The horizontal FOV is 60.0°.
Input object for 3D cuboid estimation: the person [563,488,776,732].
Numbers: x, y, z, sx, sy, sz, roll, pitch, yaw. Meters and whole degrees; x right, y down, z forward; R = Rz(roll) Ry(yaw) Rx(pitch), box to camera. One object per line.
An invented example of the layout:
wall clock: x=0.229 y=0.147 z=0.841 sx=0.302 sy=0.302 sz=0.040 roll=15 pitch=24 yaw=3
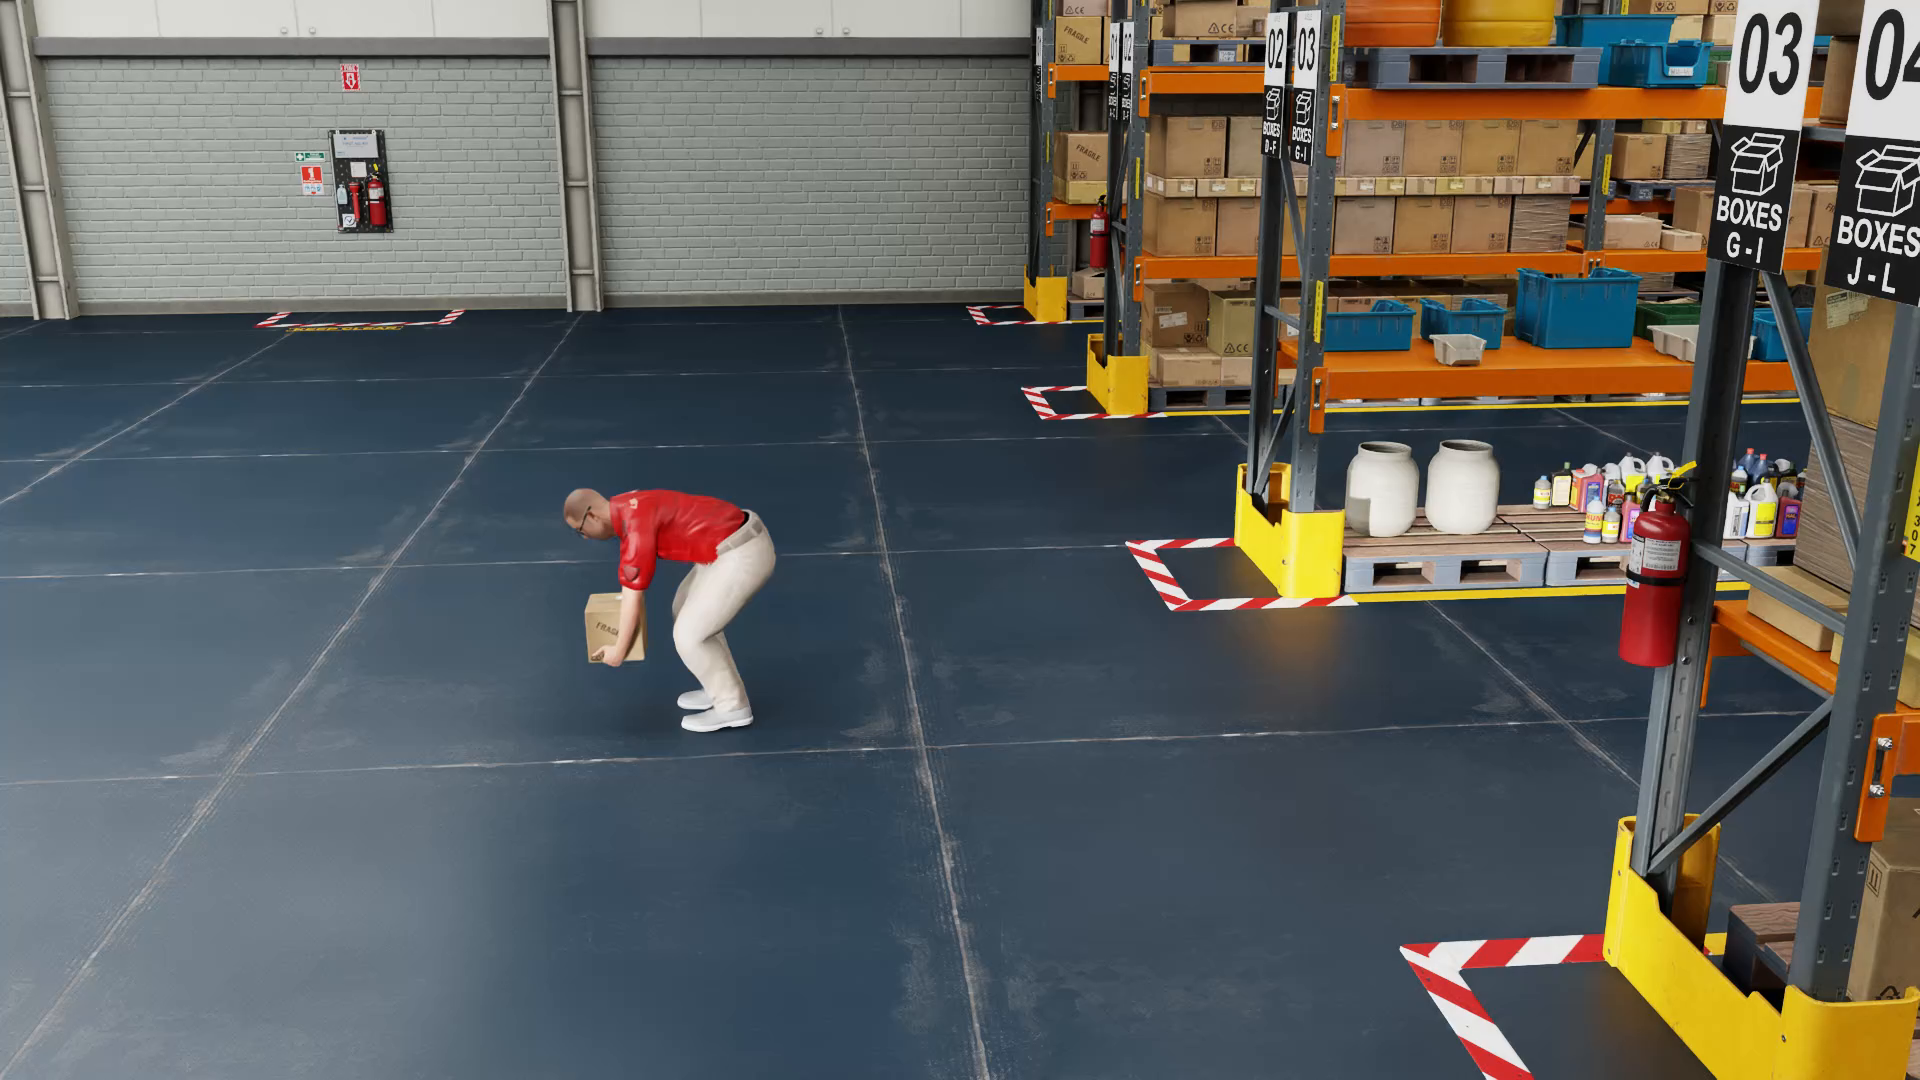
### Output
person: x=-1.311 y=0.292 z=7.644 sx=0.937 sy=1.129 sz=0.516 roll=-2 pitch=17 yaw=-8
